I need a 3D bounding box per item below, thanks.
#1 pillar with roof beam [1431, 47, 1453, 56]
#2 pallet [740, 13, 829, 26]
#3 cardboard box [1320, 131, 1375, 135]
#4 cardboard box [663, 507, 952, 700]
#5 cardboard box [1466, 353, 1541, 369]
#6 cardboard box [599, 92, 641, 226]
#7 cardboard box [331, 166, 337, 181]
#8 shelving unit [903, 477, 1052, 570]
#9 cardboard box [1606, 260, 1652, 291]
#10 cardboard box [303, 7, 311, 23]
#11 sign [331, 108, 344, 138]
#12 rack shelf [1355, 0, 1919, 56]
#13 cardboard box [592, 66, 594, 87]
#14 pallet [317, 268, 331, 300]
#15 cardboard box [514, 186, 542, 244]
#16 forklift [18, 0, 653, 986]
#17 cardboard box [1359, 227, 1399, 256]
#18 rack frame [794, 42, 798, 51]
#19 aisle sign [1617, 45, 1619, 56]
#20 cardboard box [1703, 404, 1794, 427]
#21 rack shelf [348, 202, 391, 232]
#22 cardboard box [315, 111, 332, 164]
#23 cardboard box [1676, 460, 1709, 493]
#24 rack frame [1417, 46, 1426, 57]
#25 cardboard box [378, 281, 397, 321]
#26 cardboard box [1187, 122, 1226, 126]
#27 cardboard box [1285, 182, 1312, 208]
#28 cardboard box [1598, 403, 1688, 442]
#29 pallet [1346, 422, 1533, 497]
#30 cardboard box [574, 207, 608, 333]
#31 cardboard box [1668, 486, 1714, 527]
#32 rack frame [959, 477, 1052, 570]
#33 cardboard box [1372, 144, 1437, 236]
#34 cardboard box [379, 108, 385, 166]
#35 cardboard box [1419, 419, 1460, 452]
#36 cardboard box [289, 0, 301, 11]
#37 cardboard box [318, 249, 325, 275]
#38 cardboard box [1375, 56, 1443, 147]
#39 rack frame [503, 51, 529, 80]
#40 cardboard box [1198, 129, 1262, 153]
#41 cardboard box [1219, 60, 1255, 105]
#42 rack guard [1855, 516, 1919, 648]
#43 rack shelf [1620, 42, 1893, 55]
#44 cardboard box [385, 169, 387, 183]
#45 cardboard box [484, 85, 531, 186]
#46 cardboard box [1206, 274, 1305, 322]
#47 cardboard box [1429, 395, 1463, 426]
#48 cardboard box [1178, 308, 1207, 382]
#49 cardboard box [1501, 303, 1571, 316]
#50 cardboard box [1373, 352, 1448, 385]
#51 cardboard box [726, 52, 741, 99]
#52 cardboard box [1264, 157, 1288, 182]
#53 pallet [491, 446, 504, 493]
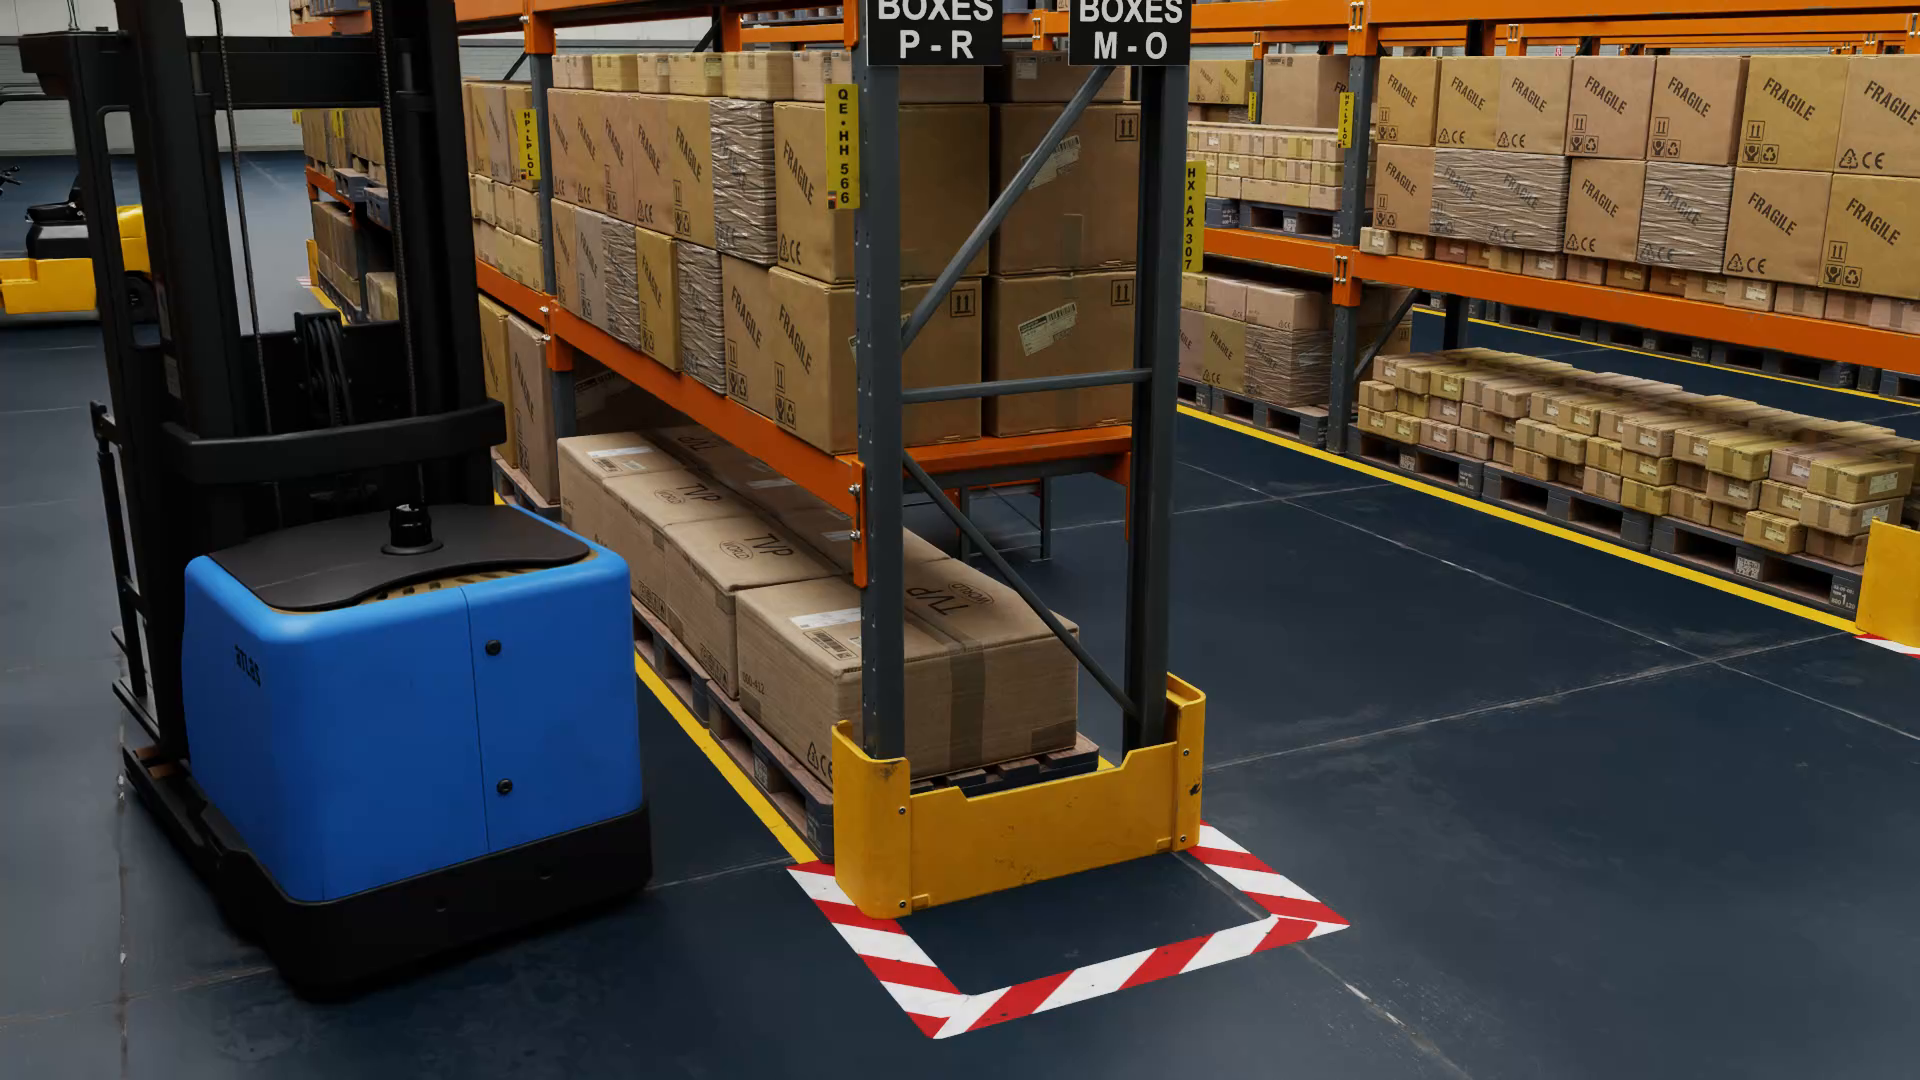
[{"bbox_3d":[7.398,-12.672,36.595,9.100,9.000,0.400,-8,18,-25],"label":"pillar with roof beam"},{"bbox_3d":[-2.086,-6.249,19.811,1.003,0.211,1.213,-8,18,-25],"label":"pallet"},{"bbox_3d":[2.733,-2.772,11.586,0.380,0.149,0.250,-8,18,-26],"label":"cardboard box"},{"bbox_3d":[-0.604,0.210,6.463,0.875,0.438,0.875,-7,17,-23],"label":"cardboard box"},{"bbox_3d":[3.374,-1.059,10.331,0.380,0.149,0.250,-7,18,-24],"label":"cardboard box"},{"bbox_3d":[-1.148,-1.561,6.757,0.500,0.500,0.500,-7,18,-24],"label":"cardboard box"},{"bbox_3d":[-5.936,-3.591,16.281,0.380,0.149,0.250,-8,18,-26],"label":"cardboard box"},{"bbox_3d":[0.003,-0.539,8.590,0.538,1.125,1.048,-8,18,-25],"label":"shelving unit"},{"bbox_3d":[3.576,-1.385,8.594,0.380,0.149,0.250,-7,18,-24],"label":"cardboard box"},{"bbox_3d":[-6.403,-5.289,16.760,0.380,0.149,0.250,-7,18,-24],"label":"cardboard box"},{"bbox_3d":[-5.558,-3.766,14.866,0.100,0.325,0.005,-8,18,-25],"label":"sign"},{"bbox_3d":[3.713,-2.657,8.437,1.077,0.370,4.000,-8,18,-25],"label":"rack shelf"},{"bbox_3d":[-1.387,-2.044,7.267,0.380,0.149,0.250,-8,18,-26],"label":"cardboard box"},{"bbox_3d":[-6.468,-2.844,18.279,1.003,0.211,1.213,-8,18,-25],"label":"pallet"},{"bbox_3d":[-1.980,-1.682,8.539,0.500,0.250,0.500,-8,18,-25],"label":"cardboard box"},{"bbox_3d":[-2.223,-0.568,5.417,1.130,2.935,3.031,-12,20,-36],"label":"forklift"},{"bbox_3d":[2.667,-1.826,10.132,0.380,0.149,0.250,-7,17,-23],"label":"cardboard box"},{"bbox_3d":[-2.420,-5.032,20.849,1.000,3.000,0.127,-8,18,-25],"label":"rack frame"},{"bbox_3d":[10.685,-8.032,26.588,0.394,0.787,0.004,-8,18,-25],"label":"aisle sign"},{"bbox_3d":[4.145,-0.607,8.755,0.380,0.149,0.250,-7,17,-23],"label":"cardboard box"},{"bbox_3d":[-4.197,-2.576,13.592,1.077,0.370,4.000,-8,18,-25],"label":"rack shelf"},{"bbox_3d":[-6.183,-4.070,16.774,0.500,0.500,0.500,-8,18,-26],"label":"cardboard box"},{"bbox_3d":[3.847,-0.344,8.378,0.380,0.149,0.250,-8,18,-26],"label":"cardboard box"},{"bbox_3d":[6.535,-6.205,24.936,1.000,3.000,0.127,-8,18,-25],"label":"rack frame"},{"bbox_3d":[-4.523,-2.048,14.453,0.950,0.372,0.625,-6,17,-21],"label":"cardboard box"},{"bbox_3d":[1.934,-3.222,13.156,0.380,0.149,0.250,-7,17,-23],"label":"cardboard box"},{"bbox_3d":[2.370,-2.277,10.941,0.380,0.149,0.250,-8,18,-25],"label":"cardboard box"},{"bbox_3d":[3.603,-0.612,8.773,0.380,0.149,0.250,-8,18,-27],"label":"cardboard box"},{"bbox_3d":[3.163,-0.554,10.299,1.003,0.211,1.213,-8,18,-25],"label":"pallet"},{"bbox_3d":[-1.382,-1.208,7.342,0.500,0.500,0.500,-8,18,-25],"label":"cardboard box"},{"bbox_3d":[3.809,-0.189,8.378,0.380,0.149,0.250,-7,18,-24],"label":"cardboard box"},{"bbox_3d":[0.226,-0.413,8.150,0.500,1.125,0.032,-8,18,-25],"label":"rack frame"},{"bbox_3d":[2.827,-2.095,9.891,0.500,0.500,0.500,-8,18,-26],"label":"cardboard box"},{"bbox_3d":[-4.006,-3.024,12.370,0.500,0.500,0.500,-8,18,-26],"label":"cardboard box"},{"bbox_3d":[2.980,-0.638,9.943,0.380,0.149,0.250,-8,18,-25],"label":"cardboard box"},{"bbox_3d":[-6.845,-5.765,17.696,0.500,0.250,0.500,-8,18,-26],"label":"cardboard box"},{"bbox_3d":[-6.721,-3.056,18.185,0.500,0.250,0.500,-8,18,-25],"label":"cardboard box"},{"bbox_3d":[2.815,-2.587,9.795,0.500,0.500,0.500,-7,18,-24],"label":"cardboard box"},{"bbox_3d":[-3.321,-2.425,11.765,1.000,3.000,0.127,-8,18,-25],"label":"rack frame"},{"bbox_3d":[1.915,-2.823,11.766,0.380,0.149,0.250,-9,18,-27],"label":"cardboard box"},{"bbox_3d":[3.390,-5.365,19.474,0.500,0.500,0.500,-8,18,-25],"label":"cardboard box"},{"bbox_3d":[4.556,0.118,7.434,1.175,0.500,0.348,-8,18,-25],"label":"rack guard"},{"bbox_3d":[11.865,-7.403,24.976,1.077,0.370,4.000,-8,18,-25],"label":"rack shelf"},{"bbox_3d":[-4.112,-2.738,12.546,0.380,0.149,0.250,-9,18,-28],"label":"cardboard box"},{"bbox_3d":[-2.223,-2.170,8.881,0.500,0.500,0.500,-7,18,-24],"label":"cardboard box"},{"bbox_3d":[2.070,-1.701,11.650,0.500,0.250,0.500,-7,17,-22],"label":"cardboard box"},{"bbox_3d":[3.039,-0.795,9.950,0.380,0.149,0.250,-8,18,-25],"label":"cardboard box"},{"bbox_3d":[1.841,-1.465,12.189,0.500,0.500,0.500,-8,18,-26],"label":"cardboard box"},{"bbox_3d":[5.871,-2.630,15.568,1.225,0.875,0.875,-9,18,-27],"label":"cardboard box"},{"bbox_3d":[2.801,-1.064,10.348,0.380,0.149,0.250,-7,17,-23],"label":"cardboard box"},{"bbox_3d":[-0.549,-1.528,5.468,0.380,0.149,0.250,-7,18,-24],"label":"cardboard box"},{"bbox_3d":[2.262,-2.483,11.119,0.380,0.149,0.250,-7,17,-22],"label":"cardboard box"},{"bbox_3d":[-2.513,-0.578,10.384,1.003,0.211,1.213,-8,18,-25],"label":"pallet"}]
